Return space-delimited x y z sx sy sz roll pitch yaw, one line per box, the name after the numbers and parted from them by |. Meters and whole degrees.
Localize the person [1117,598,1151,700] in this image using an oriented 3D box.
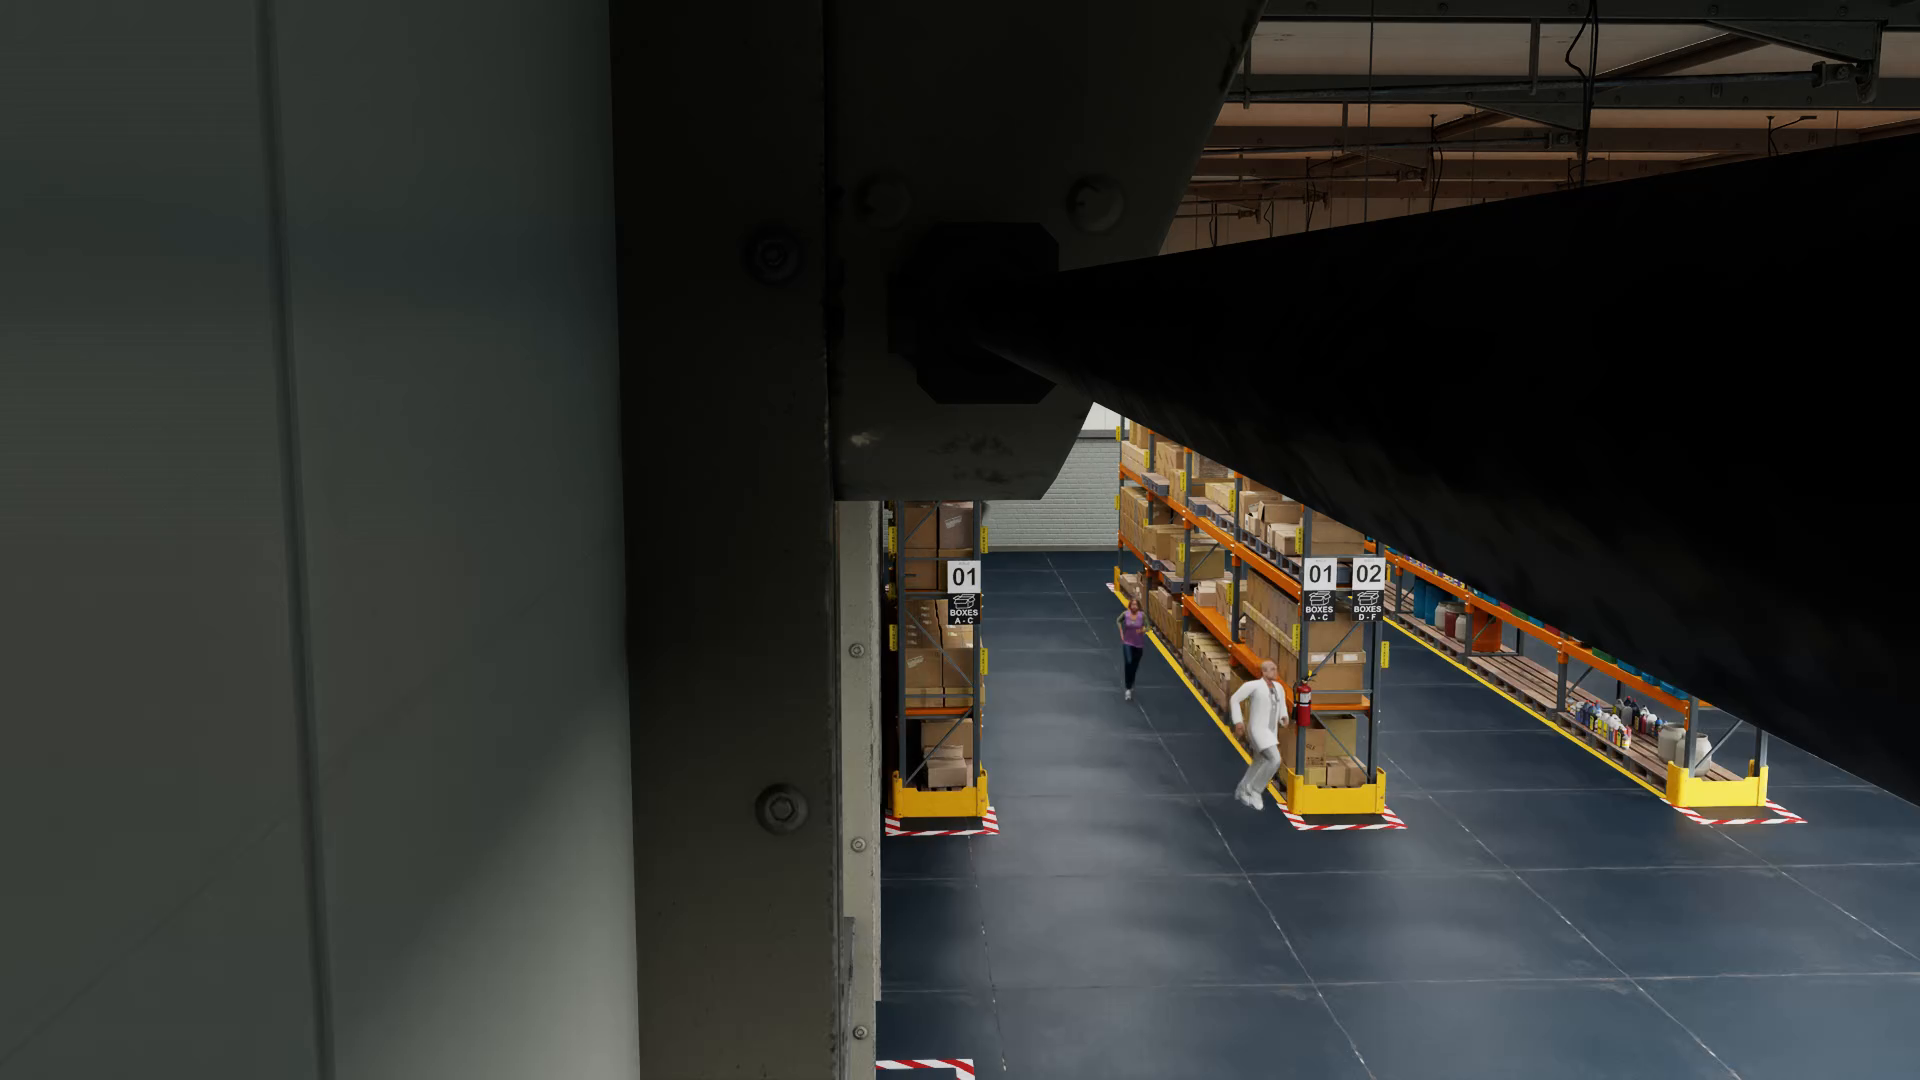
2.793 1.714 26.758 0.515 1.629 0.760 0 8 -2 | person

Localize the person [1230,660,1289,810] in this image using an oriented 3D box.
3.678 2.326 20.006 0.700 1.742 0.634 -7 11 -39 | person
